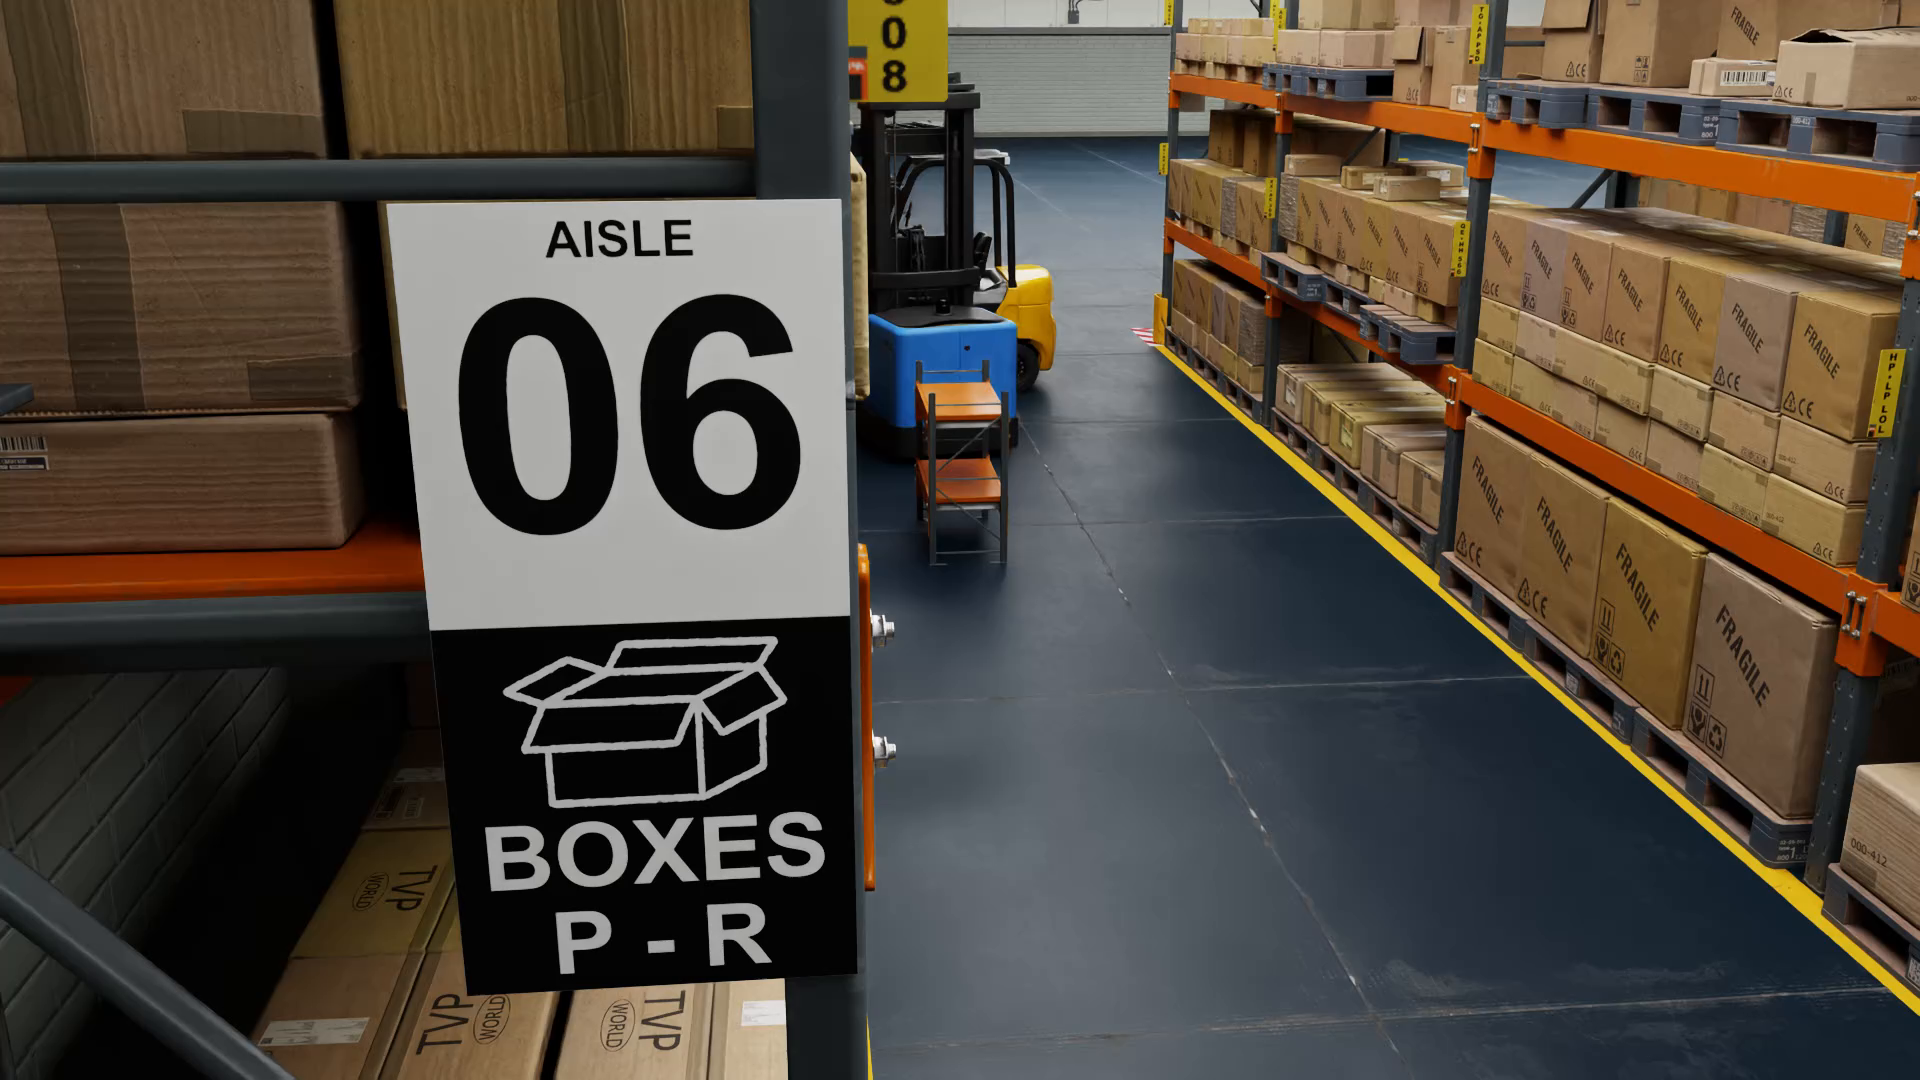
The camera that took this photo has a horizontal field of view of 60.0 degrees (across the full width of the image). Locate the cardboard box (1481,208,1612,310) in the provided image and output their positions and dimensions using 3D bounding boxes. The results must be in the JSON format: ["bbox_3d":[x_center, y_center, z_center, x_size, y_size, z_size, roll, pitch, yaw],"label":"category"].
[{"bbox_3d":[3.319,-1.601,9.433,0.500,0.500,0.500,-2,18,-7],"label":"cardboard box"}]

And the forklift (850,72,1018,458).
[{"bbox_3d":[-0.527,-2.444,14.068,1.130,2.935,3.031,-6,19,-20],"label":"forklift"}]

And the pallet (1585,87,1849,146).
[{"bbox_3d":[3.748,-2.049,8.002,1.003,0.211,1.213,-1,17,-3],"label":"pallet"}]

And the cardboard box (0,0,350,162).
[{"bbox_3d":[-0.924,-0.557,1.854,0.500,0.250,0.500,-2,18,-7],"label":"cardboard box"}]

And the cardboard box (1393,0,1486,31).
[{"bbox_3d":[3.412,-3.749,11.818,0.500,0.250,0.500,-1,17,-5],"label":"cardboard box"}]

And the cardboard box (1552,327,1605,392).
[{"bbox_3d":[3.409,-0.936,8.567,0.500,0.250,0.500,-2,18,-6],"label":"cardboard box"}]

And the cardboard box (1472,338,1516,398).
[{"bbox_3d":[3.311,-1.006,9.623,0.500,0.250,0.500,-2,18,-7],"label":"cardboard box"}]

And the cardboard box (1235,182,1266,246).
[{"bbox_3d":[2.745,-2.890,14.711,0.500,0.500,0.500,-1,17,-4],"label":"cardboard box"}]

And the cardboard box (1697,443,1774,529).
[{"bbox_3d":[3.575,-0.245,7.201,0.500,0.250,0.500,-2,18,-6],"label":"cardboard box"}]

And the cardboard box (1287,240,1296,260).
[{"bbox_3d":[2.841,-2.329,13.305,0.380,0.149,0.250,-2,17,-5],"label":"cardboard box"}]

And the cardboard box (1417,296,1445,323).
[{"bbox_3d":[3.143,-1.479,10.600,0.380,0.149,0.250,-2,17,-5],"label":"cardboard box"}]

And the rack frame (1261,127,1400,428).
[{"bbox_3d":[3.098,-2.423,13.886,1.000,3.000,0.127,-2,18,-6],"label":"rack frame"}]

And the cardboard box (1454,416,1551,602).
[{"bbox_3d":[3.500,-0.209,9.682,0.875,0.875,0.875,-2,18,-6],"label":"cardboard box"}]

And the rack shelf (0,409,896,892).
[{"bbox_3d":[-0.807,-0.377,3.562,1.077,0.370,4.000,-2,18,-6],"label":"rack shelf"}]

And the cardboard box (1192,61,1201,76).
[{"bbox_3d":[2.506,-4.661,16.428,0.380,0.149,0.250,-1,17,-4],"label":"cardboard box"}]

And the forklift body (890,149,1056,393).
[{"bbox_3d":[-0.241,-2.546,15.697,2.313,2.155,1.214,-2,18,-6],"label":"forklift body"}]

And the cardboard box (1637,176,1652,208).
[{"bbox_3d":[7.682,-3.760,17.895,0.875,0.550,0.550,-2,18,-6],"label":"cardboard box"}]

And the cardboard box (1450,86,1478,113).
[{"bbox_3d":[3.236,-2.703,10.192,0.380,0.149,0.250,-2,18,-6],"label":"cardboard box"}]

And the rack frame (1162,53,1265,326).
[{"bbox_3d":[2.686,-3.614,17.682,1.000,3.000,0.127,-2,18,-6],"label":"rack frame"}]

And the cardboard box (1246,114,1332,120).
[{"bbox_3d":[3.155,-3.836,16.054,0.700,0.500,0.500,-2,18,-6],"label":"cardboard box"}]

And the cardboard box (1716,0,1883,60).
[{"bbox_3d":[3.981,-2.394,7.919,0.500,0.500,0.500,-2,18,-5],"label":"cardboard box"}]

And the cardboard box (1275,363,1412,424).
[{"bbox_3d":[3.155,-1.213,13.719,0.950,0.372,0.625,-2,17,-5],"label":"cardboard box"}]

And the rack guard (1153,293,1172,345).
[{"bbox_3d":[2.694,-2.399,17.984,1.175,0.500,0.348,-2,18,-6],"label":"rack guard"}]

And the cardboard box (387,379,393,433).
[{"bbox_3d":[-0.952,-0.169,2.120,0.380,0.149,0.250,-1,17,-5],"label":"cardboard box"}]

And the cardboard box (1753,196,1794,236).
[{"bbox_3d":[7.882,-2.950,15.315,0.875,0.550,0.550,-2,18,-6],"label":"cardboard box"}]

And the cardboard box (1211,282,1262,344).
[{"bbox_3d":[2.662,-2.140,15.624,0.500,0.500,0.500,-1,17,-3],"label":"cardboard box"}]

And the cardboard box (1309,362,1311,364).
[{"bbox_3d":[3.306,-1.495,14.821,0.500,0.250,0.500,-3,18,-8],"label":"cardboard box"}]

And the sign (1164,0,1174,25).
[{"bbox_3d":[2.146,-5.446,17.048,0.100,0.325,0.005,-2,18,-6],"label":"sign"}]

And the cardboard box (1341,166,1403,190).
[{"bbox_3d":[3.010,-2.651,12.164,0.380,0.149,0.250,-1,17,-3],"label":"cardboard box"}]

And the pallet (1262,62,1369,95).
[{"bbox_3d":[3.056,-3.577,12.868,1.213,0.211,1.003,-2,18,-6],"label":"pallet"}]

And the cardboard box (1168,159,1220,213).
[{"bbox_3d":[2.459,-3.654,17.145,0.500,0.500,0.500,-2,18,-6],"label":"cardboard box"}]

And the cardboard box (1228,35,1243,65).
[{"bbox_3d":[2.694,-4.350,14.772,0.500,0.250,0.500,-2,18,-7],"label":"cardboard box"}]

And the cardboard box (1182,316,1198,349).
[{"bbox_3d":[2.539,-2.102,16.753,0.500,0.250,0.500,-1,17,-4],"label":"cardboard box"}]

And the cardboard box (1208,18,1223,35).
[{"bbox_3d":[2.544,-4.815,15.585,0.380,0.149,0.250,-1,17,-4],"label":"cardboard box"}]

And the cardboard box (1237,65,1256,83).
[{"bbox_3d":[2.670,-4.126,14.722,0.380,0.149,0.250,-1,17,-4],"label":"cardboard box"}]

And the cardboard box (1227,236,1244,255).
[{"bbox_3d":[2.654,-2.692,15.162,0.380,0.149,0.250,-2,18,-6],"label":"cardboard box"}]

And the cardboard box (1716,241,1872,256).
[{"bbox_3d":[3.975,-1.158,8.021,0.500,0.500,0.500,-2,18,-7],"label":"cardboard box"}]

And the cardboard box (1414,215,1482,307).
[{"bbox_3d":[3.188,-1.748,10.371,0.500,0.500,0.500,-2,18,-7],"label":"cardboard box"}]

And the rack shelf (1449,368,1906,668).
[{"bbox_3d":[3.717,-0.292,8.300,1.077,0.370,4.000,-2,18,-6],"label":"rack shelf"}]

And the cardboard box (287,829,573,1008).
[{"bbox_3d":[-1.011,0.807,3.354,0.500,0.250,0.500,-1,17,-4],"label":"cardboard box"}]

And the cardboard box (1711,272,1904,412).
[{"bbox_3d":[3.567,-0.843,7.019,0.500,0.500,0.500,-1,17,-5],"label":"cardboard box"}]

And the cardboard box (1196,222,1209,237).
[{"bbox_3d":[2.542,-3.077,16.391,0.380,0.149,0.250,-1,17,-4],"label":"cardboard box"}]

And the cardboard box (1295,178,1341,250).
[{"bbox_3d":[2.914,-2.515,12.815,0.500,0.500,0.500,-2,18,-5],"label":"cardboard box"}]

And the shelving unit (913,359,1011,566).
[{"bbox_3d":[0.001,-0.535,11.002,0.538,1.125,1.048,-2,18,-6],"label":"shelving unit"}]

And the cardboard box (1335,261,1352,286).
[{"bbox_3d":[2.948,-1.939,12.065,0.380,0.149,0.250,-1,17,-4],"label":"cardboard box"}]

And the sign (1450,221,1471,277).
[{"bbox_3d":[2.972,-1.726,9.866,0.100,0.325,0.005,-2,18,-6],"label":"sign"}]

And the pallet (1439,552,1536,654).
[{"bbox_3d":[3.517,0.337,9.752,1.003,0.211,1.213,-2,18,-6],"label":"pallet"}]

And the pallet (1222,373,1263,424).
[{"bbox_3d":[2.994,-1.291,14.937,1.003,0.211,1.213,-2,18,-6],"label":"pallet"}]

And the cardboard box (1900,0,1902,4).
[{"bbox_3d":[8.312,-4.664,14.239,0.380,0.149,0.250,-2,18,-5],"label":"cardboard box"}]
